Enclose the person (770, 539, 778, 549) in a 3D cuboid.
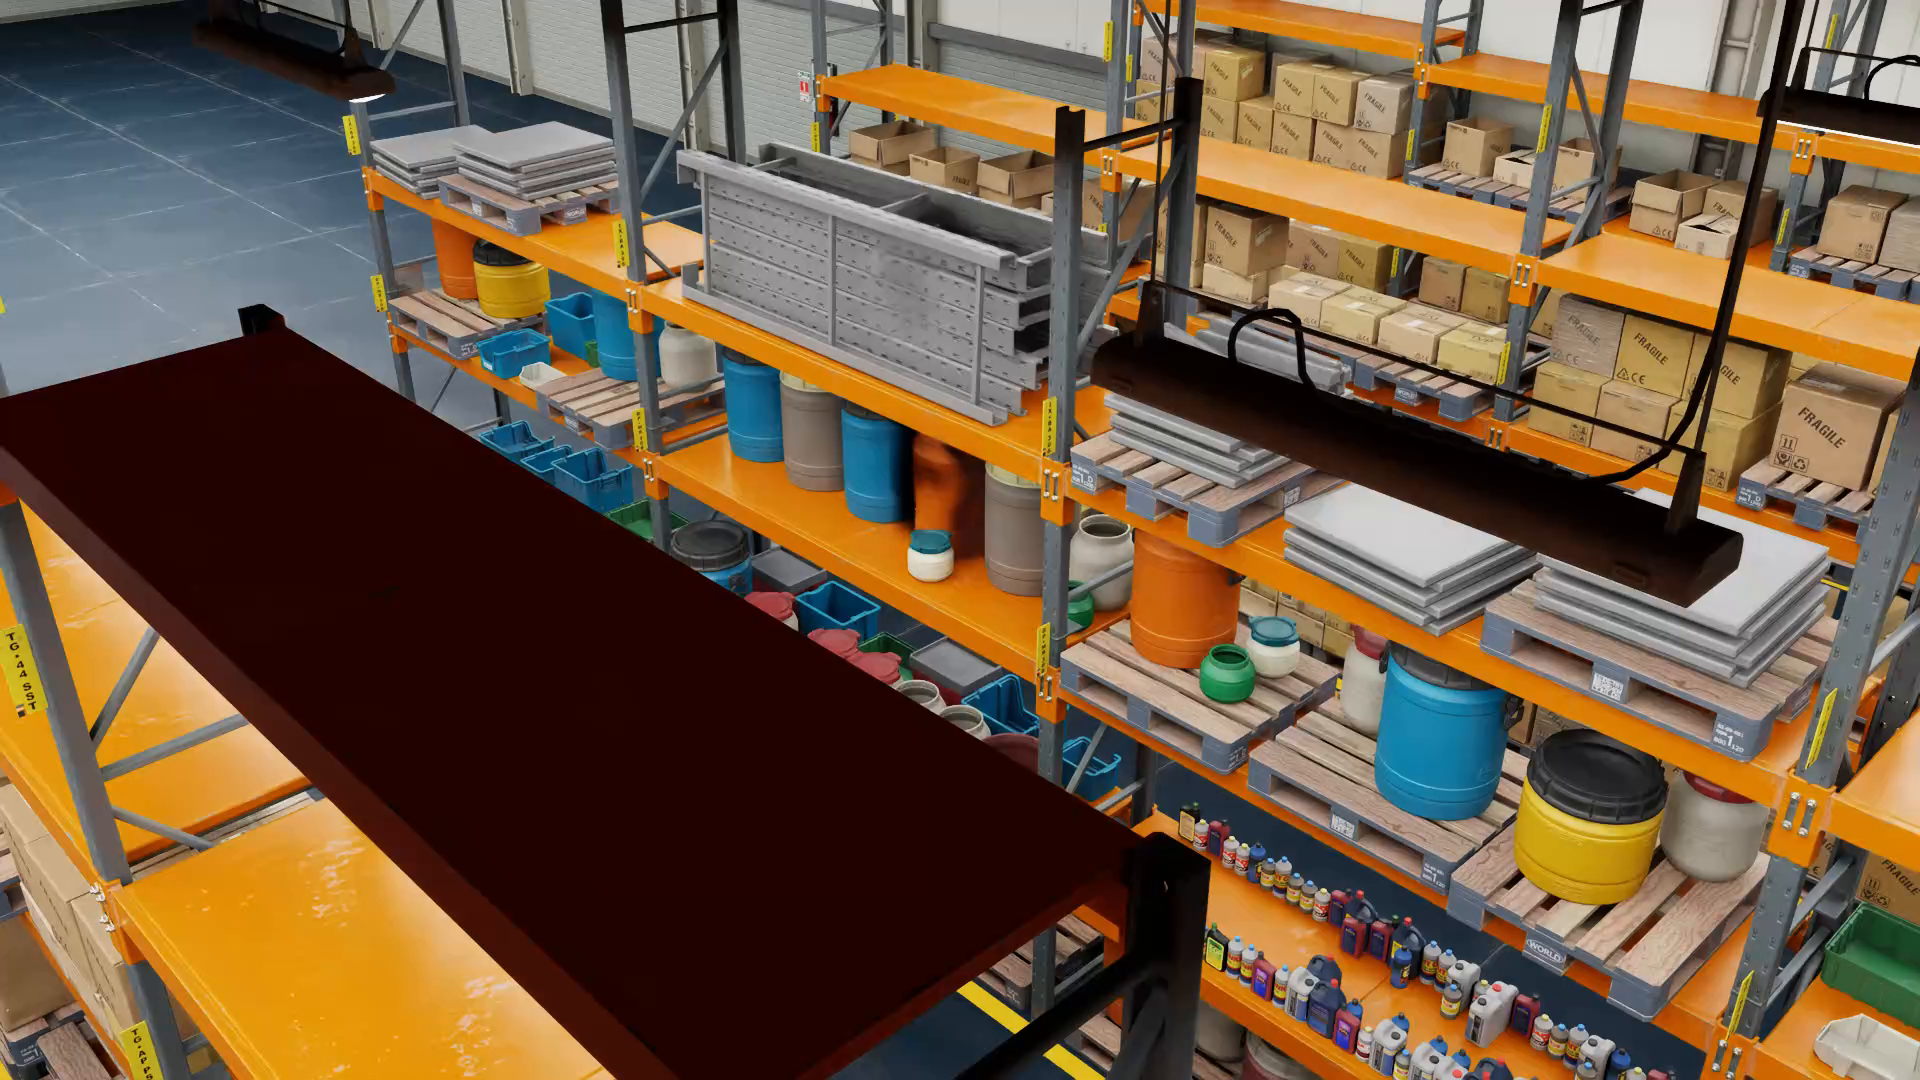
[{"bbox_3d":[-1.865,-0.671,16.357,0.852,1.734,0.695,-6,29,-11],"label":"person"}]
